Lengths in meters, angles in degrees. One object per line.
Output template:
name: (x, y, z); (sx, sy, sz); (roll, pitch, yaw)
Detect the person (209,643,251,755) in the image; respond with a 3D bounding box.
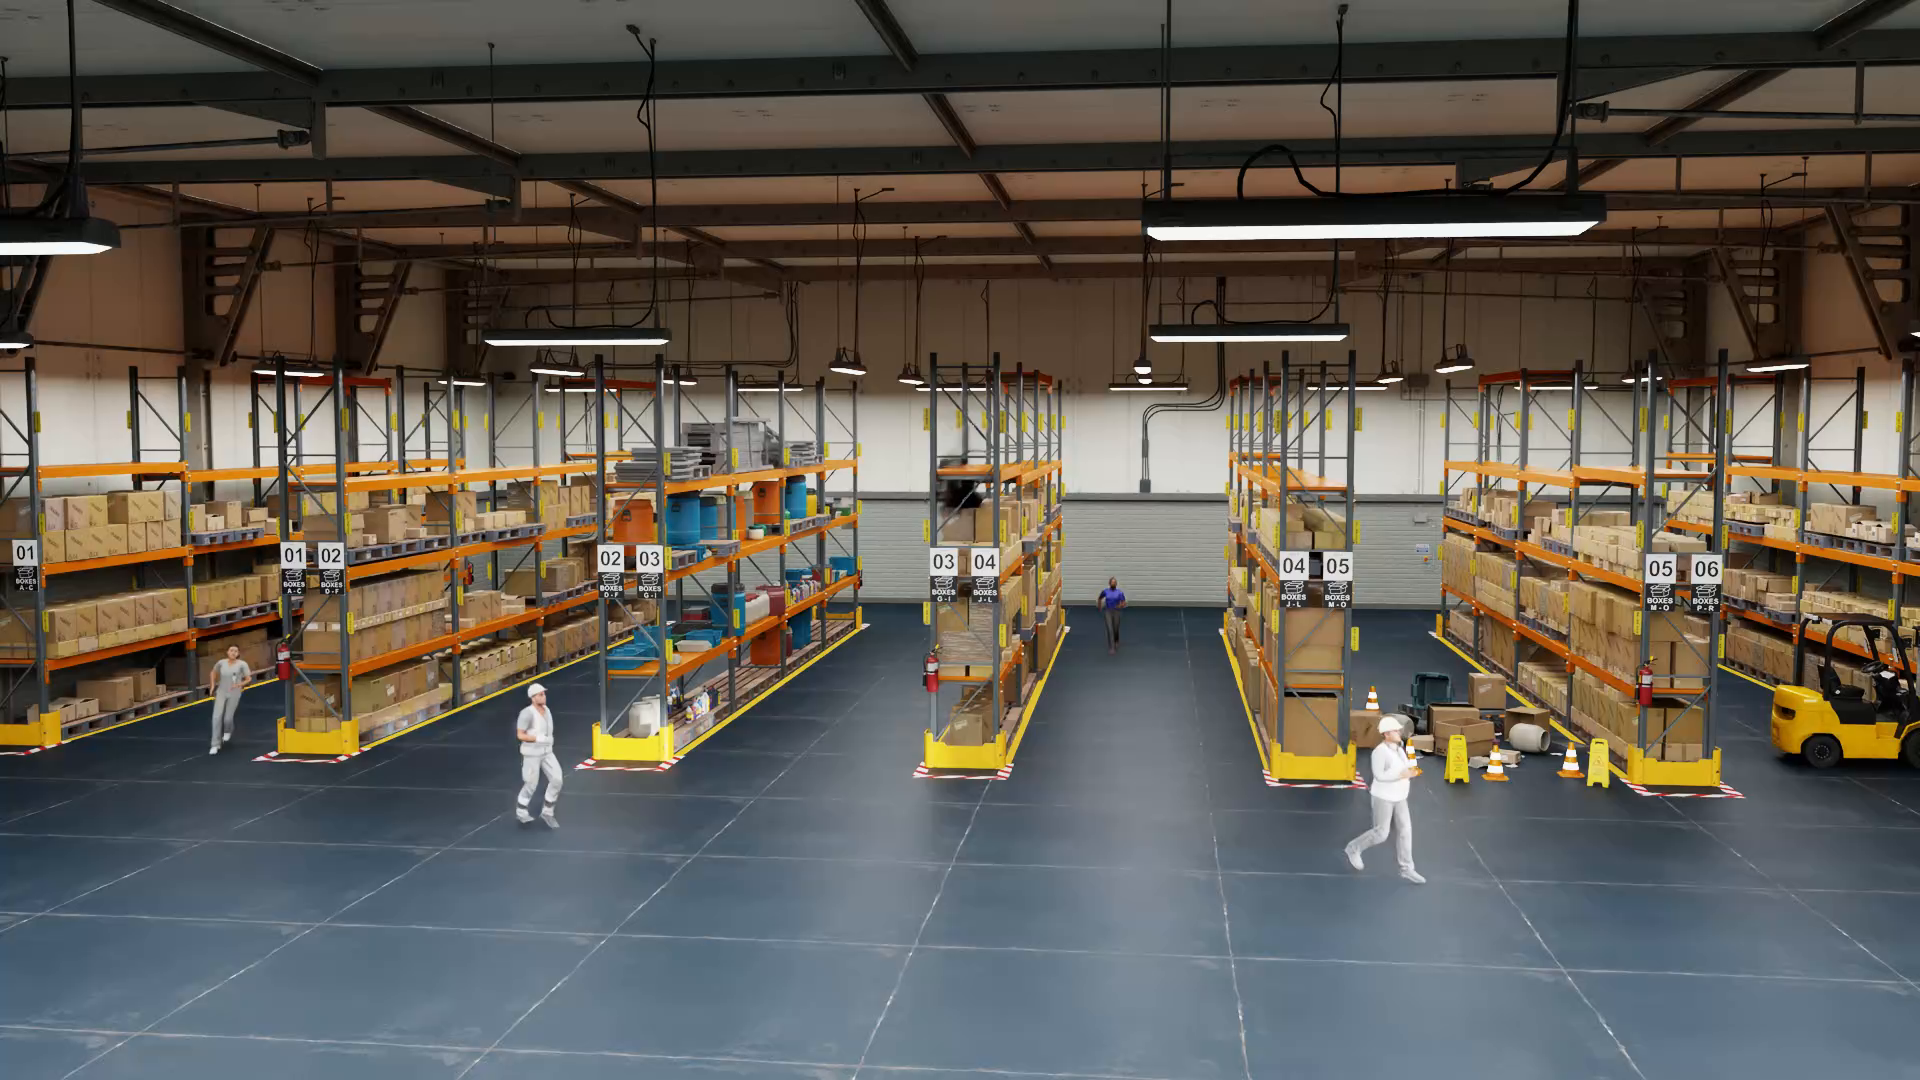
person: (-11.172, 2.397, 25.493); (0.601, 1.660, 0.847); (-1, 4, -12)

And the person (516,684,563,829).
person: (-5.198, 2.675, 20.473); (0.749, 1.825, 0.635); (3, 5, 33)

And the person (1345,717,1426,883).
person: (4.668, 2.808, 18.178); (0.931, 1.766, 0.676); (4, 6, 44)

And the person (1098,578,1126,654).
person: (3.294, 1.627, 35.971); (0.602, 1.600, 0.972); (0, 4, 2)
